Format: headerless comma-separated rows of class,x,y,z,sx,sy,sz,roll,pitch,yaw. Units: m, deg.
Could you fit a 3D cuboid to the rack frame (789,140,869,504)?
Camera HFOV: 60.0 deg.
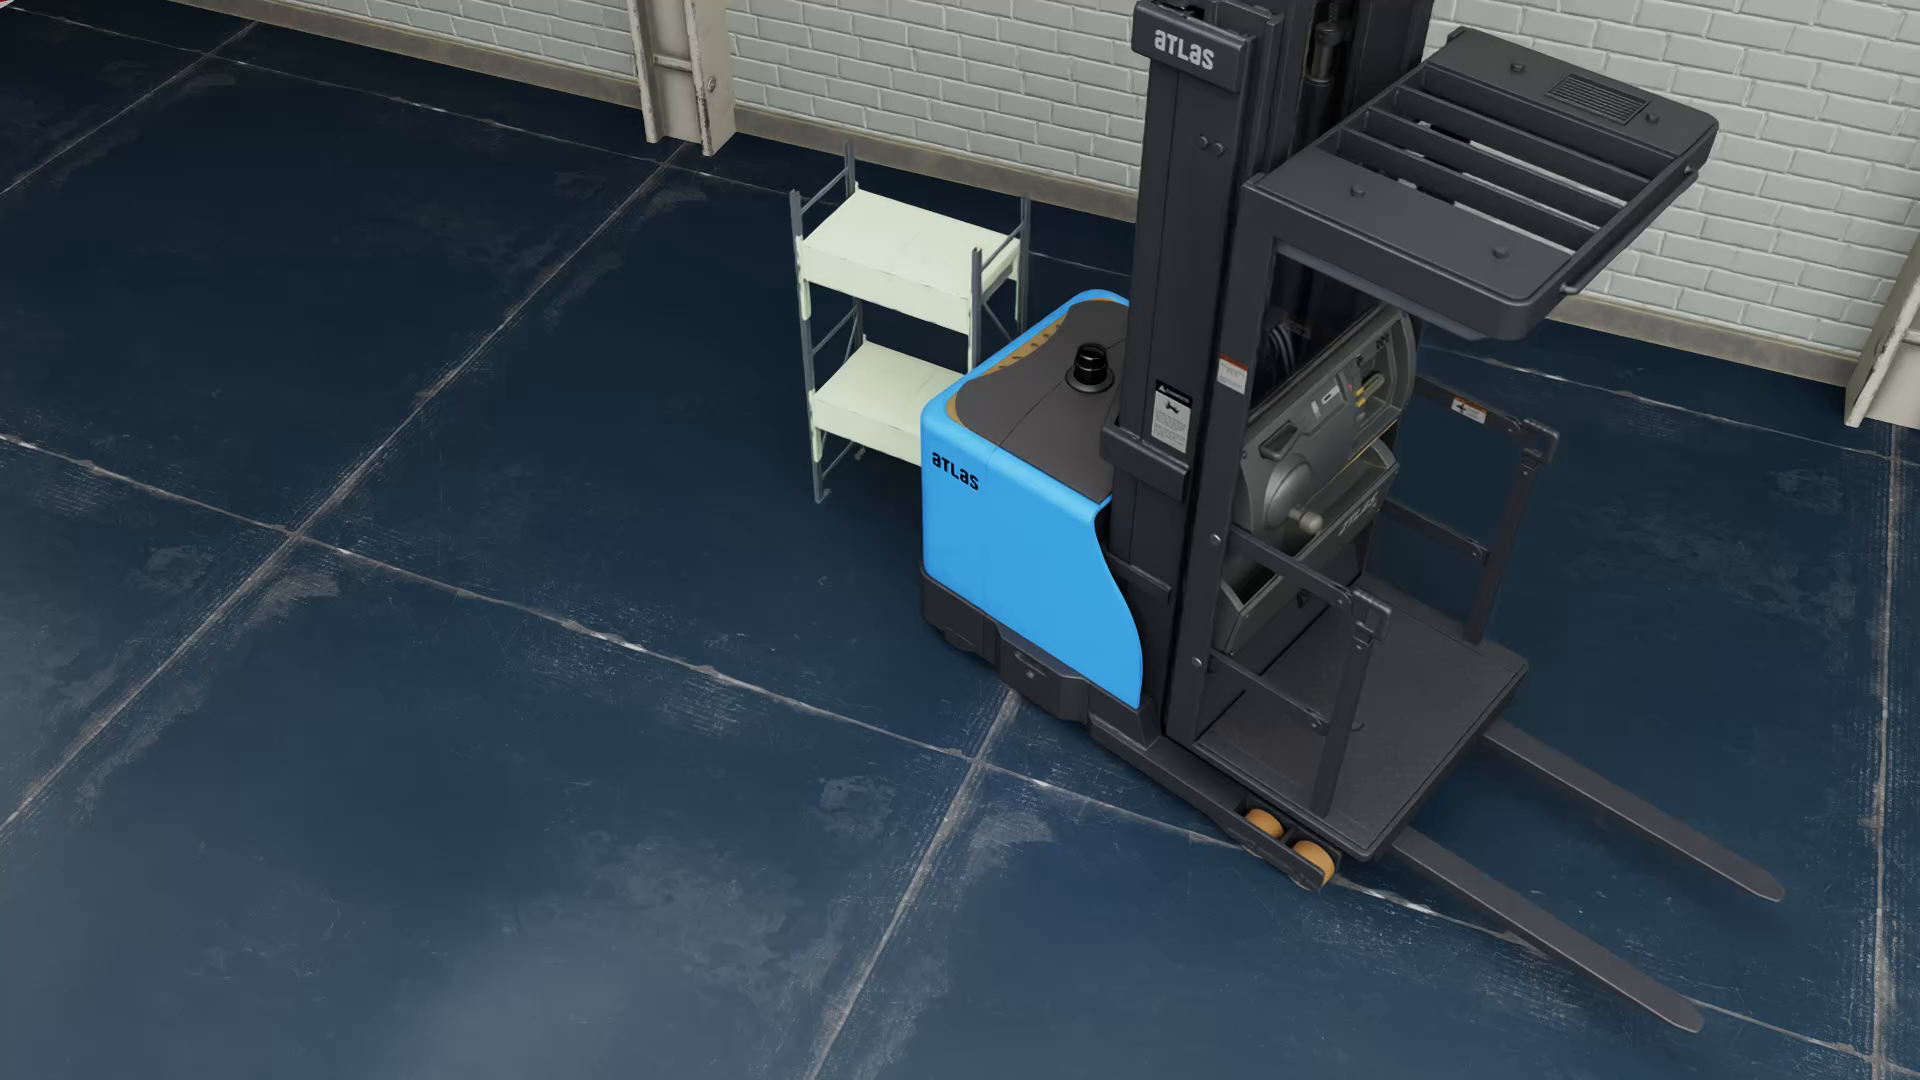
rack frame,-0.496,-0.810,6.501,0.023,1.500,0.400,21,49,20

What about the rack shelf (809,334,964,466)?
rack shelf,-0.176,-0.455,6.606,0.720,0.370,0.431,21,49,20

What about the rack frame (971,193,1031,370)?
rack frame,0.145,-0.561,6.251,0.023,1.500,0.400,21,49,20

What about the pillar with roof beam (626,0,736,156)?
pillar with roof beam,-3.094,-2.567,2.950,0.400,9.000,9.100,16,47,16

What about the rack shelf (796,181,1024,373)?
rack shelf,-0.176,-0.962,6.100,0.720,0.370,0.431,21,49,20

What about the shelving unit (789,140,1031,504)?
shelving unit,-0.176,-0.686,6.376,0.755,1.500,0.431,21,49,20

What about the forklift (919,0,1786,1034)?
forklift,1.285,-0.293,4.966,3.031,2.935,1.130,32,53,28

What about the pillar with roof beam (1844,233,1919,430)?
pillar with roof beam,2.443,-0.938,1.313,0.400,9.000,9.100,16,47,16
